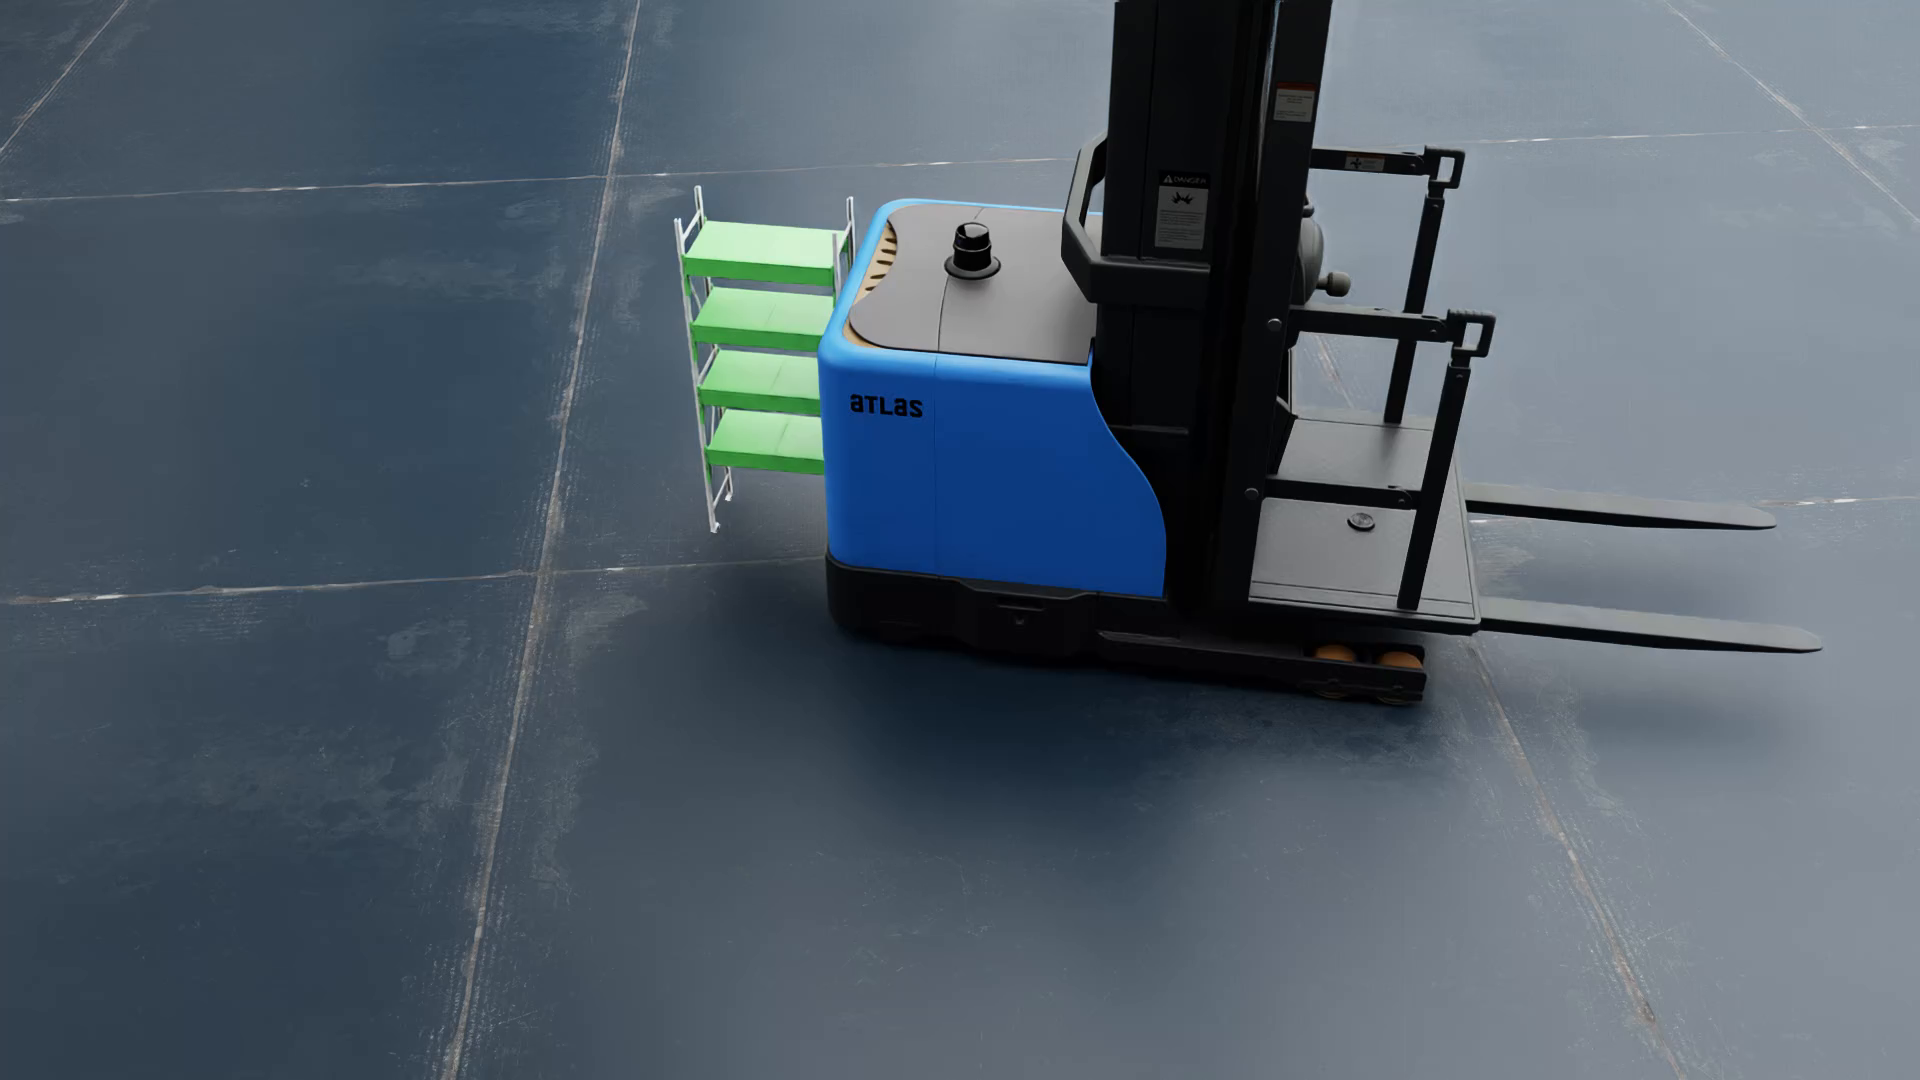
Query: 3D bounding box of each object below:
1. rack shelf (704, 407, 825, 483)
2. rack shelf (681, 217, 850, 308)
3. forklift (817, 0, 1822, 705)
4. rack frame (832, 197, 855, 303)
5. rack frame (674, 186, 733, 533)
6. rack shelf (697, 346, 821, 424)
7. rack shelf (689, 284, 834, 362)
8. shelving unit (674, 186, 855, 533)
[{"bbox_3d":[-0.600,-0.306,5.659,0.480,0.148,0.258,6,39,7],"label":"rack shelf"},{"bbox_3d":[-0.600,-0.871,5.213,0.480,0.148,0.258,6,39,7],"label":"rack shelf"},{"bbox_3d":[1.139,-1.000,4.651,3.031,2.935,1.130,6,39,7],"label":"forklift"},{"bbox_3d":[-0.359,-0.520,5.441,0.015,1.200,0.240,6,39,7],"label":"rack frame"},{"bbox_3d":[-0.841,-0.568,5.501,0.015,1.200,0.240,6,39,7],"label":"rack frame"},{"bbox_3d":[-0.600,-0.494,5.511,0.480,0.148,0.258,6,39,7],"label":"rack shelf"},{"bbox_3d":[-0.600,-0.682,5.362,0.480,0.148,0.258,6,39,7],"label":"rack shelf"},{"bbox_3d":[-0.600,-0.544,5.471,0.503,1.200,0.258,6,39,7],"label":"shelving unit"}]
